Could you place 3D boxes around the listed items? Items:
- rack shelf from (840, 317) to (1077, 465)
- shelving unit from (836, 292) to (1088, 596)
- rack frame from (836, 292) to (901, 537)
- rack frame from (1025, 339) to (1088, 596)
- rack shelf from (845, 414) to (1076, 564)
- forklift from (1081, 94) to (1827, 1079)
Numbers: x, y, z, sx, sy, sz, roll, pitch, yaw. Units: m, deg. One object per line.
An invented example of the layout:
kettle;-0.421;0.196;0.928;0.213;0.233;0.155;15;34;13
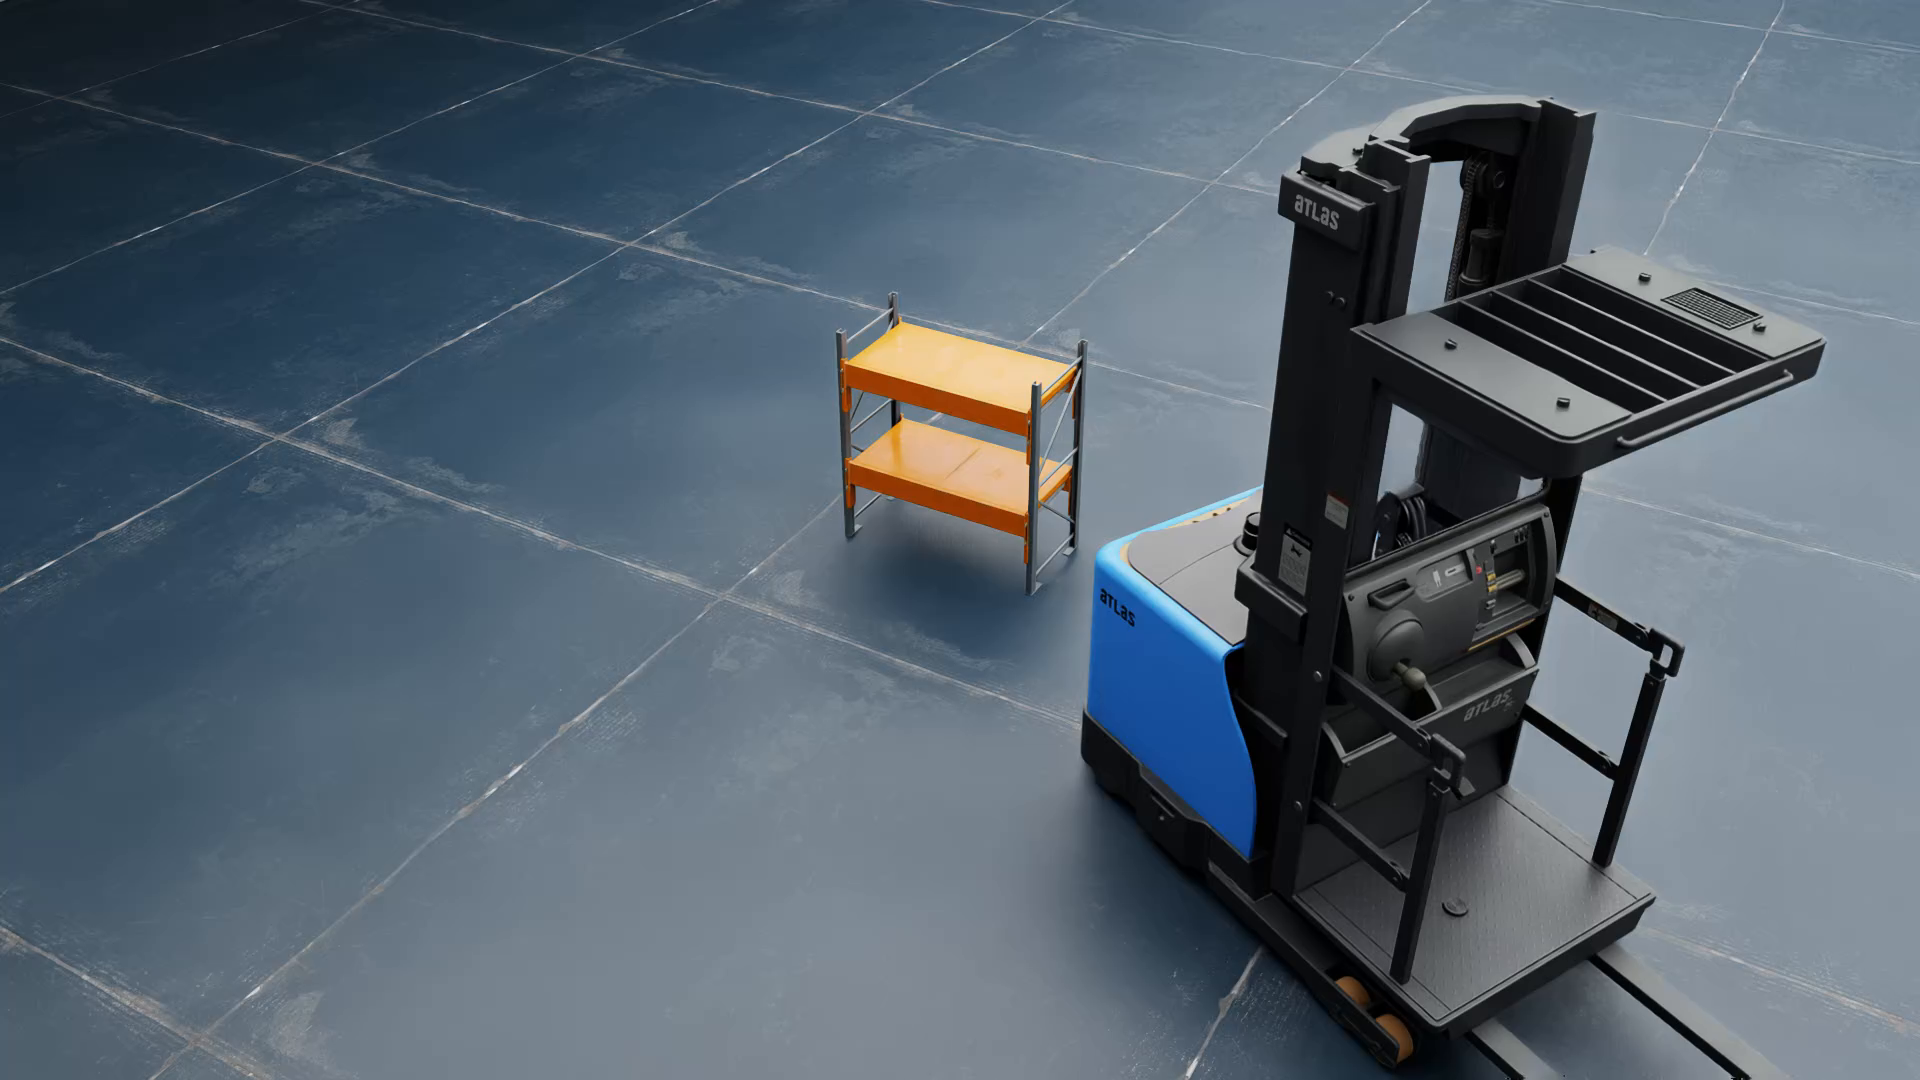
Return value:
rack shelf;0.006;-0.710;7.773;1.000;0.278;0.538;18;37;24
shelving unit;0.006;-0.466;7.935;1.048;1.125;0.538;18;37;24
rack frame;-0.435;-0.606;8.145;0.032;1.125;0.500;18;37;24
rack frame;0.447;-0.327;7.725;0.032;1.125;0.500;18;37;24
rack shelf;0.006;-0.263;8.071;1.000;0.278;0.538;18;37;24
forklift;1.711;0.244;5.239;1.130;2.935;3.031;-20;38;-27
